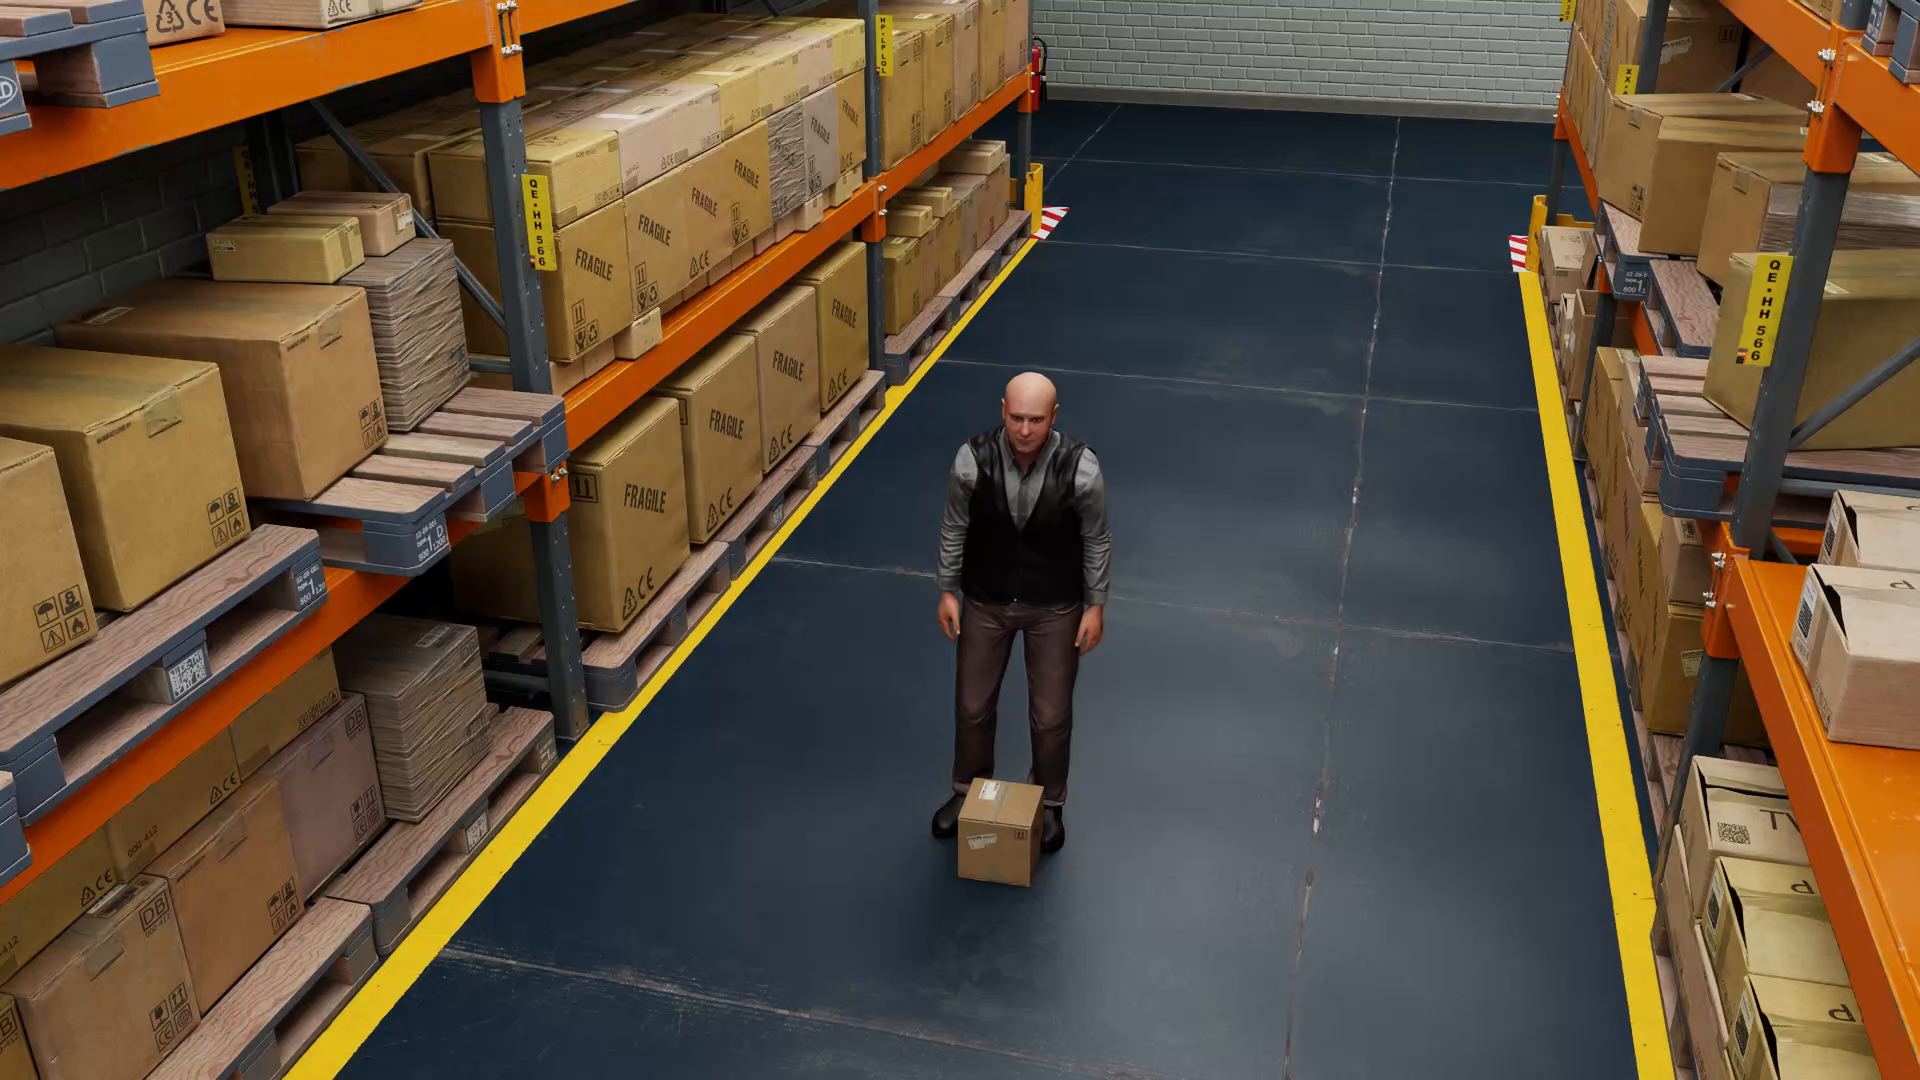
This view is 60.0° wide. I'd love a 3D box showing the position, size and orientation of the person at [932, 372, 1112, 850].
[{"bbox_3d":[0.211,0.224,5.661,0.592,1.720,0.424,5,26,10],"label":"person"}]
